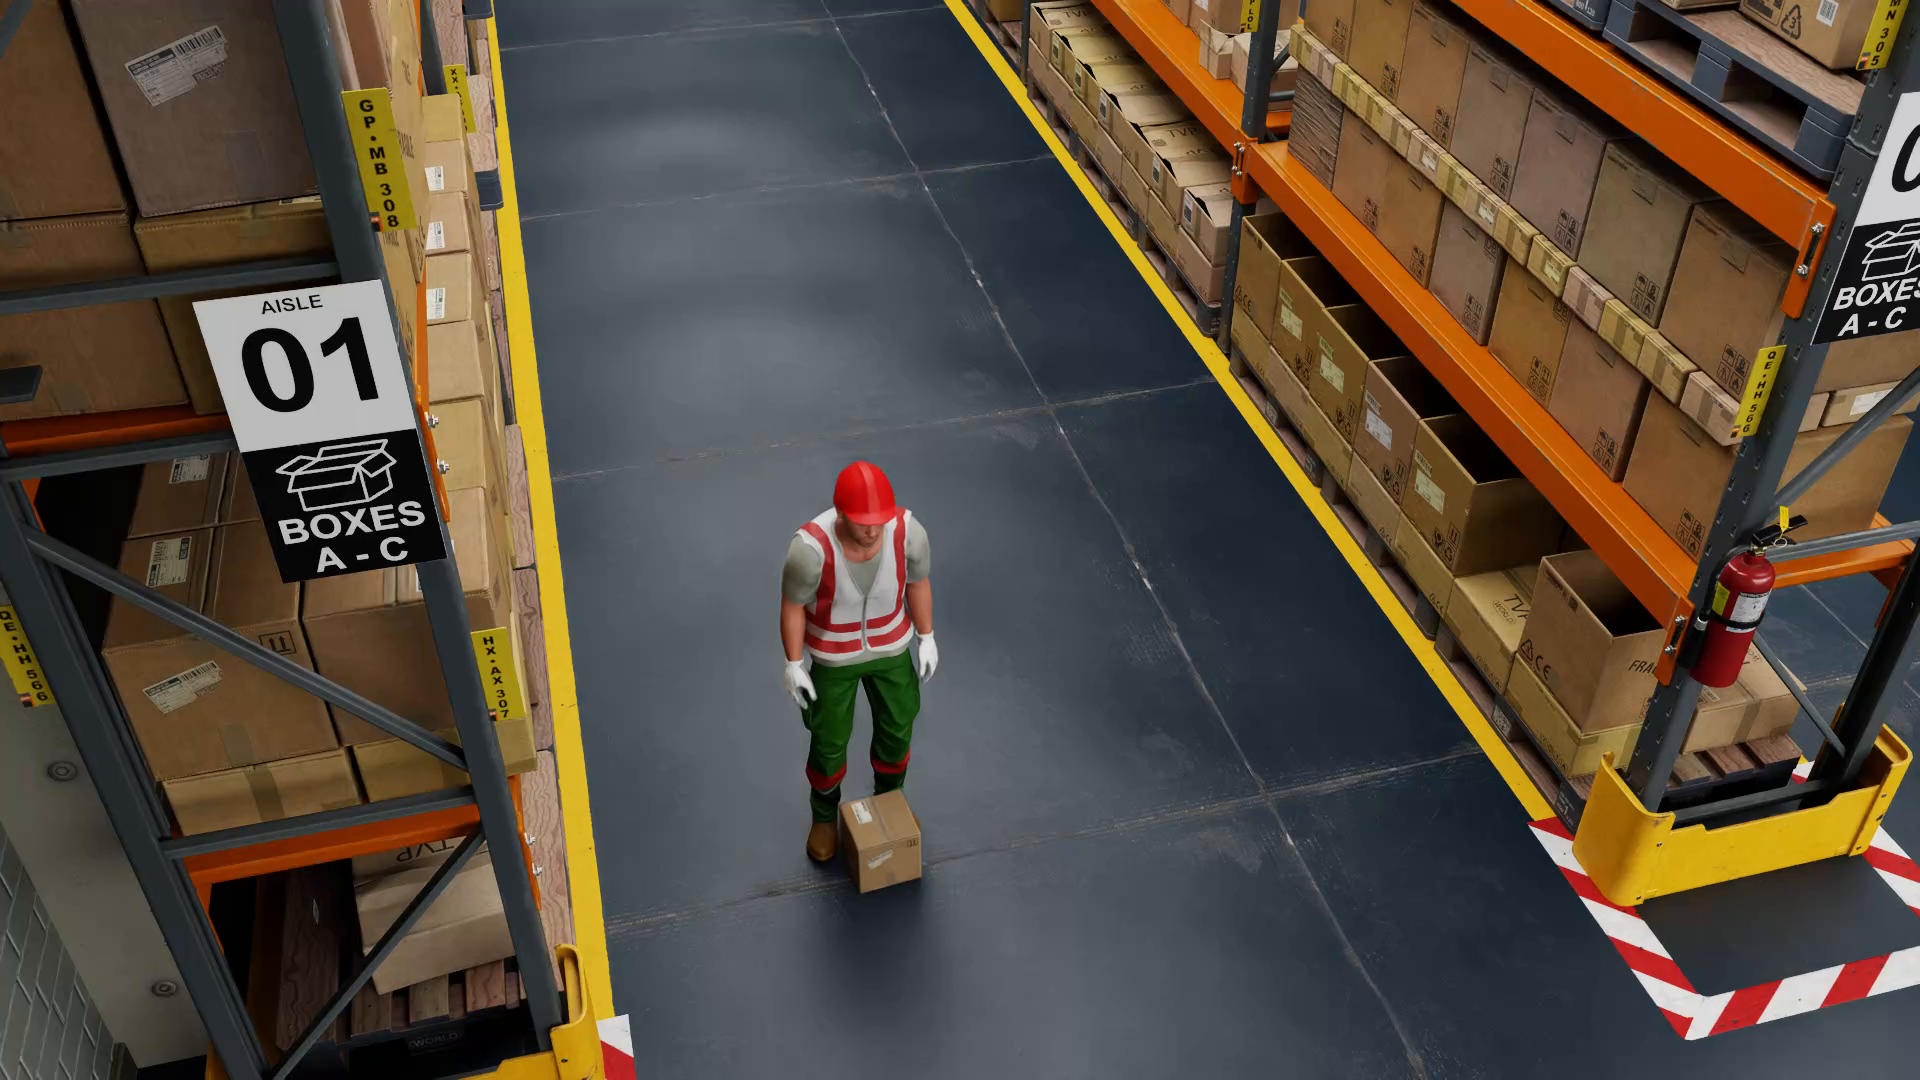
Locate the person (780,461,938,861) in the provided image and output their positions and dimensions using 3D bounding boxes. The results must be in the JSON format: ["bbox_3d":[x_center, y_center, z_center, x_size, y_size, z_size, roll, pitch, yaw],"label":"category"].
[{"bbox_3d":[-0.366,0.430,6.150,0.595,1.778,0.449,-11,39,-14],"label":"person"}]
